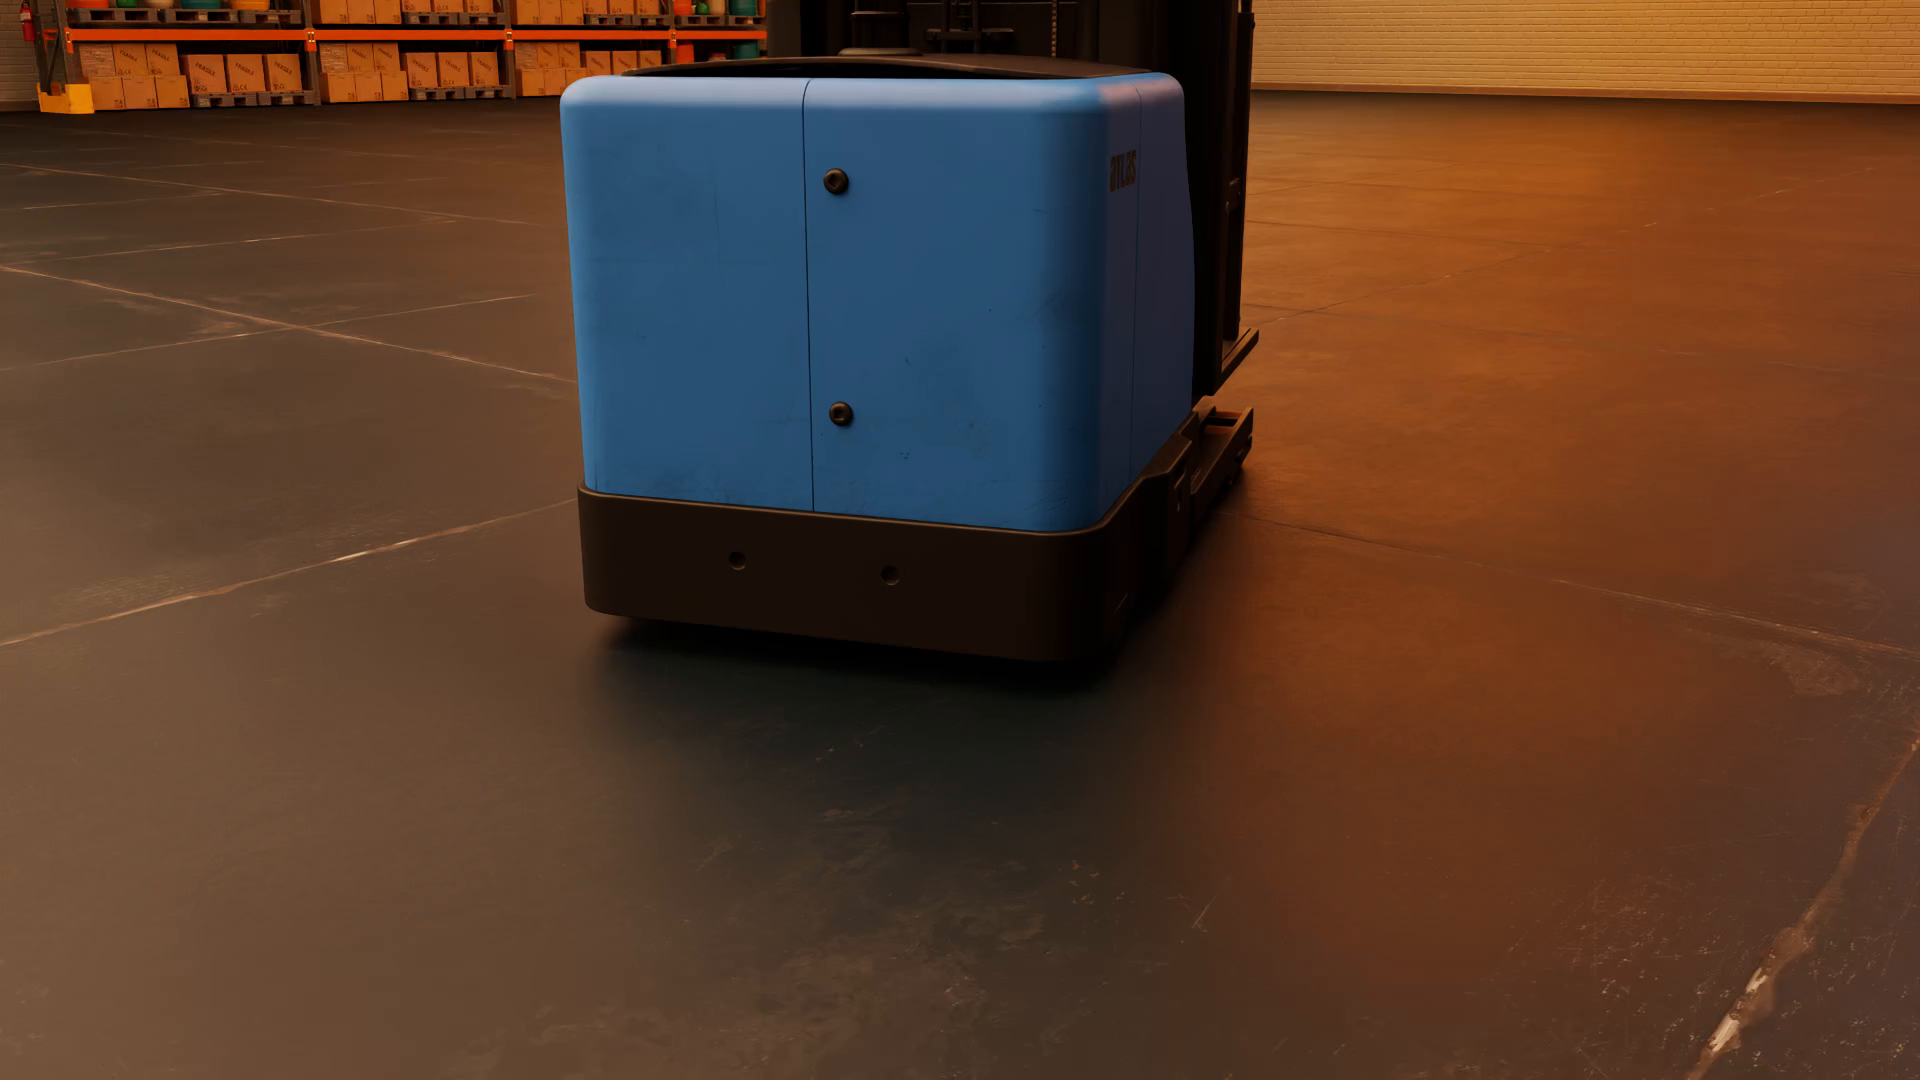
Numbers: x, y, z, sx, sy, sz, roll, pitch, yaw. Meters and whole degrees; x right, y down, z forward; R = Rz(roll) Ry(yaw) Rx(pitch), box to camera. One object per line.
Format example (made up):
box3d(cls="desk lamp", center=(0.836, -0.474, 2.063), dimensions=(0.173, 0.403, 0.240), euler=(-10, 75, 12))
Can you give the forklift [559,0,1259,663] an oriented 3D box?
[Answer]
box3d(cls="forklift", center=(0.182, -1.571, 4.072), dimensions=(1.130, 2.935, 3.031), euler=(5, 18, 17))
